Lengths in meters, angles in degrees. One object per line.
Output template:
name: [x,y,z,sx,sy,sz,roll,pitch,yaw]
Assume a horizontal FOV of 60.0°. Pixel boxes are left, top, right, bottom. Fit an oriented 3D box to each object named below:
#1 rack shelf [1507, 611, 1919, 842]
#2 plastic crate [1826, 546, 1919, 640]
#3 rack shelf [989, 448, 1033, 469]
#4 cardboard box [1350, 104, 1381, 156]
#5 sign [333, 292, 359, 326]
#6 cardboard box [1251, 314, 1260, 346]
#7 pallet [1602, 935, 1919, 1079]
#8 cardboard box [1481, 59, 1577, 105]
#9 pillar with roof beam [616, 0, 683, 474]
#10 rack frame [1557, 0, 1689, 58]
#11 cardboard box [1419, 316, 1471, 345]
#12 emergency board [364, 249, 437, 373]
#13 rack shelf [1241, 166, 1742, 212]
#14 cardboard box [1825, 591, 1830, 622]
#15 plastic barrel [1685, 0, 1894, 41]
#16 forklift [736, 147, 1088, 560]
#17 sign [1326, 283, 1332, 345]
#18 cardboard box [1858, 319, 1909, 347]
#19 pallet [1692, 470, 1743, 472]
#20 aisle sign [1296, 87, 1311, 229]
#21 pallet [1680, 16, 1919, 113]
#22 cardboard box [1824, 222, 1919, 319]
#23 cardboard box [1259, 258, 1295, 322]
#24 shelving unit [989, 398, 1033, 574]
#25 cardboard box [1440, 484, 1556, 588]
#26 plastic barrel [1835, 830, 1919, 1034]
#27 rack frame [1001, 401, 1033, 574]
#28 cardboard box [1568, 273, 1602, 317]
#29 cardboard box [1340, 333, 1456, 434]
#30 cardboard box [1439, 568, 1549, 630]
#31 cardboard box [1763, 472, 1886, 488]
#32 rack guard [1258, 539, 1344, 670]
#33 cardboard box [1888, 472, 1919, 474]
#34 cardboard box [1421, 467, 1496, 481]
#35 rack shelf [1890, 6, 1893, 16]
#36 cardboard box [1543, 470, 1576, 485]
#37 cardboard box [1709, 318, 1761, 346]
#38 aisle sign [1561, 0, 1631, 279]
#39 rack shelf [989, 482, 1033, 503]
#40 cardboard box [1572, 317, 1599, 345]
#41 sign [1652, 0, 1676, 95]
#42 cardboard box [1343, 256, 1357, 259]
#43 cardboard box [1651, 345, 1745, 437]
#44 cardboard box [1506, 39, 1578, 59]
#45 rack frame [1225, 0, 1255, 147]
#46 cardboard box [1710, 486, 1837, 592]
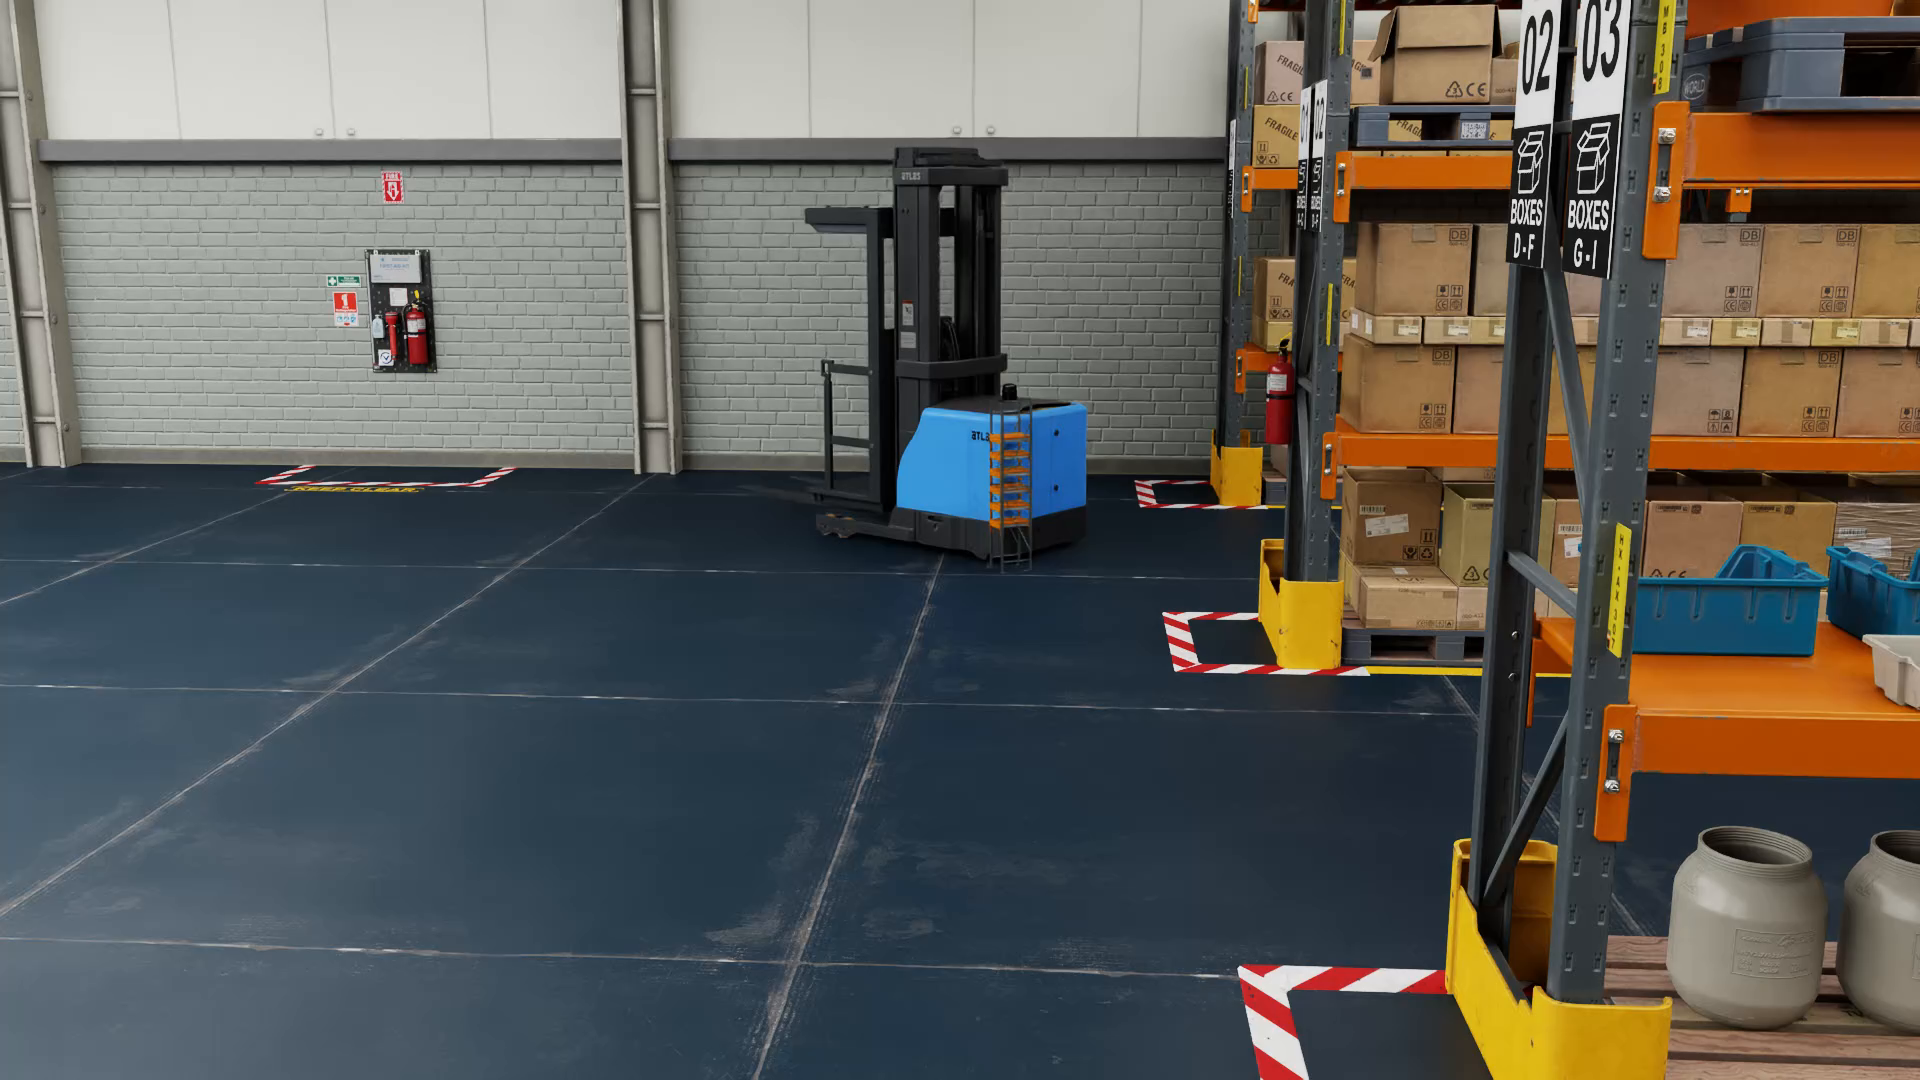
rack shelf: [3.687,0.528,4.674,4.000,0.370,1.077,1,12,4]
plastic crate: [2.858,0.177,4.958,0.408,0.251,0.499,1,12,4]
rack shelf: [0.355,-0.569,11.597,0.258,0.103,0.180,-5,13,-23]
cardboard box: [3.204,-3.332,13.751,0.500,0.500,0.500,2,12,8]
sign: [-5.885,-2.212,15.930,0.234,0.329,0.001,1,12,4]
cardboard box: [2.833,-1.845,14.578,0.500,0.250,0.500,1,12,5]
pallet: [2.581,1.517,4.999,1.213,0.211,1.003,1,12,4]
cardboard box: [3.193,-2.570,9.401,0.500,0.250,0.500,1,12,4]
pillar with roof beam: [-3.165,-4.181,10.779,0.400,9.000,9.100,1,12,4]
rack frame: [1.691,-2.788,4.117,0.127,3.000,1.000,1,12,4]
cardboard box: [2.667,-1.177,9.241,0.250,0.149,0.380,0,12,2]
emergency board: [-5.340,-2.166,15.797,0.643,1.169,0.194,1,12,4]
rack shelf: [4.349,-2.964,14.042,4.000,0.370,1.077,1,12,4]
cardboard box: [5.042,0.361,9.404,0.500,0.250,0.500,1,12,4]
plastic barrel: [2.185,-1.755,4.429,0.708,0.830,0.600,1,12,4]
forklift: [-0.491,-1.519,12.871,3.031,2.935,1.130,10,15,39]
sign: [1.983,-1.212,8.930,0.005,0.325,0.100,1,12,4]
cardboard box: [4.961,-1.145,9.087,0.250,0.149,0.380,1,12,4]
pallet: [7.121,-0.445,14.381,1.213,0.211,1.003,1,12,4]
aisle sign: [1.980,-2.196,9.593,0.004,0.787,0.394,1,12,4]
pallet: [2.510,-1.196,4.293,1.213,0.211,1.003,1,12,4]
cardboard box: [5.070,-1.504,9.218,0.500,0.500,0.700,1,12,4]
cardboard box: [2.810,-2.111,14.018,0.500,0.500,0.500,1,12,4]
shelving unit: [0.356,-0.377,11.637,0.258,1.200,0.189,-5,13,-23]
cardboard box: [3.045,-0.031,9.447,0.500,0.500,0.500,1,12,4]
plastic barrel: [2.853,1.161,4.941,0.421,0.512,0.421,0,12,0]
rack frame: [0.393,-0.360,11.555,0.240,1.200,0.006,-5,13,-23]
cardboard box: [3.572,-1.525,9.317,0.500,0.500,0.700,1,12,4]
cardboard box: [2.491,-0.903,9.515,0.500,0.500,0.700,1,12,4]
cardboard box: [3.045,0.336,9.525,0.500,0.250,0.500,1,12,4]
cardboard box: [5.076,-0.111,9.829,0.500,0.500,0.500,1,12,4]
rack guard: [2.002,0.360,9.826,0.348,0.500,1.175,1,12,4]
cardboard box: [8.105,-0.794,14.266,0.500,0.500,0.700,1,12,4]
cardboard box: [4.335,-0.811,14.350,0.500,0.500,0.700,0,12,0]
rack shelf: [8.340,-4.182,13.514,4.000,0.370,1.077,1,12,4]
cardboard box: [3.580,-0.133,9.934,0.500,0.500,0.500,1,12,4]
cardboard box: [4.200,-1.155,9.137,0.250,0.149,0.380,1,12,6]
aisle sign: [1.600,-1.065,4.183,0.004,0.787,0.394,1,12,4]
rack shelf: [0.356,-0.334,11.647,0.258,0.103,0.180,-5,13,-23]
cardboard box: [3.433,-1.166,9.190,0.250,0.149,0.380,0,12,2]
sign: [1.650,-1.212,3.886,0.005,0.325,0.100,1,12,4]
cardboard box: [3.340,-2.207,14.477,0.500,0.500,0.500,1,12,5]
cardboard box: [4.036,-0.882,9.416,0.500,0.500,0.700,1,12,5]
cardboard box: [4.757,-3.799,13.540,0.500,0.500,0.500,0,12,2]
rack frame: [2.353,-4.812,13.792,0.127,3.000,1.000,1,12,4]
cardboard box: [4.543,-0.012,9.358,0.500,0.500,0.500,1,12,4]
